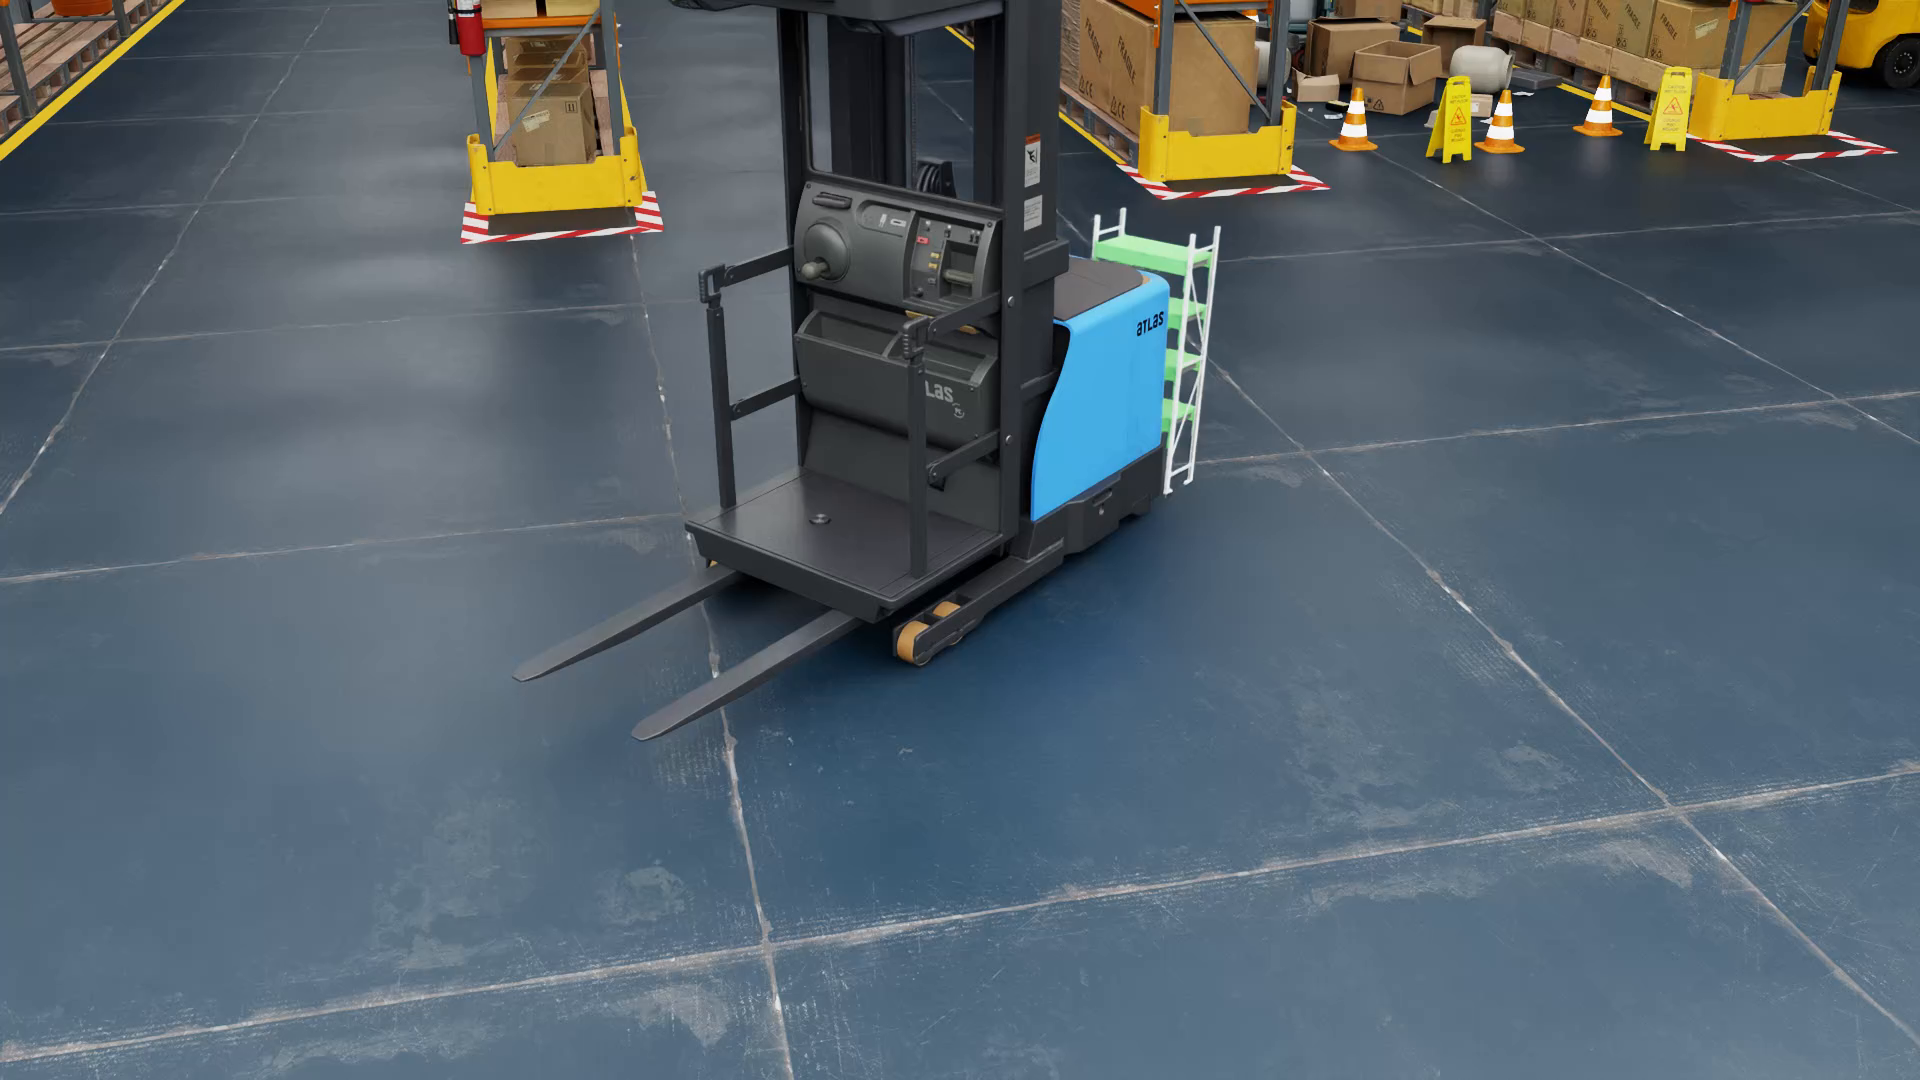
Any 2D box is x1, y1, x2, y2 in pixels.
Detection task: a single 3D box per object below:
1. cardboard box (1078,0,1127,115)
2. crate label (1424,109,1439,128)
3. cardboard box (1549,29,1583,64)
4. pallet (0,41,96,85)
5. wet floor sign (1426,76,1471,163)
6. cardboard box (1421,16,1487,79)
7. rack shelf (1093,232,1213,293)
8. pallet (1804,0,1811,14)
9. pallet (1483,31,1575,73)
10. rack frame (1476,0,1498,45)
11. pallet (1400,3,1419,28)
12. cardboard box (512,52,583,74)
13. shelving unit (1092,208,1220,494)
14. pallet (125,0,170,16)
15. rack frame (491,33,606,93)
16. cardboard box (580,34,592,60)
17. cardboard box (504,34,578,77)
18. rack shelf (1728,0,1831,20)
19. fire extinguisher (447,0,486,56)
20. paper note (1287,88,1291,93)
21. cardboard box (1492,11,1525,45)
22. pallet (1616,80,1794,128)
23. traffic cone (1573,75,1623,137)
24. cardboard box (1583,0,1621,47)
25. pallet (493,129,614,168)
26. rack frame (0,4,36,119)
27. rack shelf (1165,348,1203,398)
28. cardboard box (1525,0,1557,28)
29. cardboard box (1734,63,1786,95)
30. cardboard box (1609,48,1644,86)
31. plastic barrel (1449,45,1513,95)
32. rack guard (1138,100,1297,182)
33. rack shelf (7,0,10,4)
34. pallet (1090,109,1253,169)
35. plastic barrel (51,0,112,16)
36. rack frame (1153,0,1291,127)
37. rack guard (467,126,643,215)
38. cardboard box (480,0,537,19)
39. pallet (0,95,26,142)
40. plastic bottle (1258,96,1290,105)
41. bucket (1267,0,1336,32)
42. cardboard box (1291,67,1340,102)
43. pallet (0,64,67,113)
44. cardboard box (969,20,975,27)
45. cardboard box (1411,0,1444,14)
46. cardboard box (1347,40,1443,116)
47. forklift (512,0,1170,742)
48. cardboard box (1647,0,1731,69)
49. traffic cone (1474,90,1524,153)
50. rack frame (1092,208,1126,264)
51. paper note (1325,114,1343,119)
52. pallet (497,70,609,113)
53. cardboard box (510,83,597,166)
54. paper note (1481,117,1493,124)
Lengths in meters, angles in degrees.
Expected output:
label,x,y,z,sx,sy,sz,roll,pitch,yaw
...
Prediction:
label,x,y,z,sx,sy,sz,roll,pitch,yaw
cardboard box,1.551,-4.119,13.974,0.875,0.875,0.875,-6,27,-12
crate label,4.172,-3.607,14.244,0.250,0.136,0.298,-23,35,-38
cardboard box,5.990,-4.714,15.846,0.500,0.250,0.500,-6,27,-12
pallet,-9.107,-4.630,16.188,1.003,0.211,1.213,-6,27,-12
wet floor sign,3.904,-3.341,13.152,0.267,0.644,0.232,-11,29,-20
cardboard box,4.782,-4.783,16.168,0.500,0.500,0.500,13,30,24
rack shelf,0.866,-1.246,7.445,0.480,0.148,0.258,19,28,33
pallet,10.498,-6.087,19.075,1.003,0.211,1.213,-6,27,-12
pallet,6.052,-4.970,16.863,1.003,0.211,1.213,-6,27,-12
rack frame,5.867,-6.506,16.811,1.000,3.000,0.127,-6,27,-12
pallet,5.411,-6.140,19.180,1.003,0.211,1.213,-6,27,-12
cardboard box,-3.302,-3.627,13.415,0.500,0.500,0.500,-3,27,-7
shelving unit,0.846,-0.864,7.609,0.503,1.200,0.258,19,28,33
pallet,-10.005,-6.385,19.665,1.003,0.211,1.213,-6,27,-12
rack frame,-3.789,-5.500,14.818,1.000,3.000,0.127,-6,27,-12
cardboard box,-3.906,-4.852,15.820,0.700,0.500,0.500,-8,28,-16
cardboard box,-3.601,-4.141,14.434,0.500,0.500,0.500,2,27,5
rack shelf,6.317,-5.307,15.234,1.077,0.370,4.000,-6,27,-12
fire extinguisher,-3.310,-3.612,11.164,0.296,0.674,0.183,-6,27,-12
paper note,3.156,-4.220,15.585,0.172,0.023,0.155,3,27,6
cardboard box,5.736,-5.180,16.769,0.500,0.250,0.500,-7,28,-14
pallet,6.602,-3.899,14.741,1.003,0.211,1.213,-6,27,-12
traffic cone,5.414,-3.676,14.018,0.336,0.463,0.334,-6,27,-12
cardboard box,6.106,-4.821,15.226,0.500,0.500,0.500,-7,28,-13
pallet,-3.053,-2.893,12.747,1.003,0.211,1.213,-6,27,-12
rack frame,-8.614,-4.997,13.821,1.000,3.000,0.127,-6,27,-12
rack shelf,0.843,-0.805,7.634,0.480,0.148,0.258,19,28,33
cardboard box,5.869,-5.281,16.137,0.500,0.500,0.500,-5,27,-10
cardboard box,6.856,-4.092,14.615,0.500,0.250,0.500,-6,27,-12
cardboard box,6.215,-4.266,14.958,0.500,0.250,0.500,-6,27,-11
plastic barrel,4.827,-4.353,15.405,0.512,0.421,0.421,13,30,24
rack guard,1.973,-3.077,12.791,1.175,0.500,0.348,-6,27,-12
rack shelf,-9.065,-5.554,15.723,1.077,0.370,4.000,-6,27,-12
pallet,1.712,-3.301,13.557,1.003,0.211,1.213,-6,27,-12
plastic barrel,-9.642,-6.185,18.117,0.600,0.830,0.708,-6,27,-12
rack frame,1.968,-4.203,12.249,1.000,3.000,0.127,-6,27,-12
rack guard,-2.904,-2.661,11.968,1.175,0.500,0.348,-6,27,-12
cardboard box,-3.152,-3.736,11.602,0.380,0.149,0.250,-6,27,-12
pallet,-8.503,-3.453,13.857,1.003,0.211,1.213,-6,27,-12
plastic bottle,2.859,-4.002,15.110,0.283,0.061,0.133,-16,31,-29
bucket,3.343,-5.351,16.468,0.726,0.611,0.620,3,17,6
cardboard box,3.248,-4.171,15.219,0.396,0.266,0.258,-1,27,-3
pallet,-8.829,-4.093,15.125,1.003,0.211,1.213,-6,27,-12
cardboard box,0.625,-5.830,17.502,1.050,0.750,0.750,-6,27,-12
cardboard box,5.581,-6.066,18.389,0.950,0.372,0.625,-4,27,-8
cardboard box,3.906,-4.150,14.913,0.637,0.503,0.797,19,32,32
forklift,-0.384,-1.084,6.144,1.130,2.935,3.031,19,32,33
cardboard box,6.333,-4.370,14.333,0.500,0.500,0.500,-6,27,-11
traffic cone,4.409,-3.414,13.499,0.336,0.463,0.334,-6,27,-12
rack frame,0.651,-0.930,7.740,0.015,1.200,0.240,19,28,33
paper note,3.278,-3.720,14.587,0.144,0.017,0.142,3,27,6
pallet,-3.603,-3.964,14.869,1.003,0.211,1.213,-6,27,-12
cardboard box,-3.012,-3.091,12.354,0.500,0.500,0.500,-1,27,-2
paper note,4.616,-3.638,14.423,0.148,0.019,0.142,-16,31,-29
